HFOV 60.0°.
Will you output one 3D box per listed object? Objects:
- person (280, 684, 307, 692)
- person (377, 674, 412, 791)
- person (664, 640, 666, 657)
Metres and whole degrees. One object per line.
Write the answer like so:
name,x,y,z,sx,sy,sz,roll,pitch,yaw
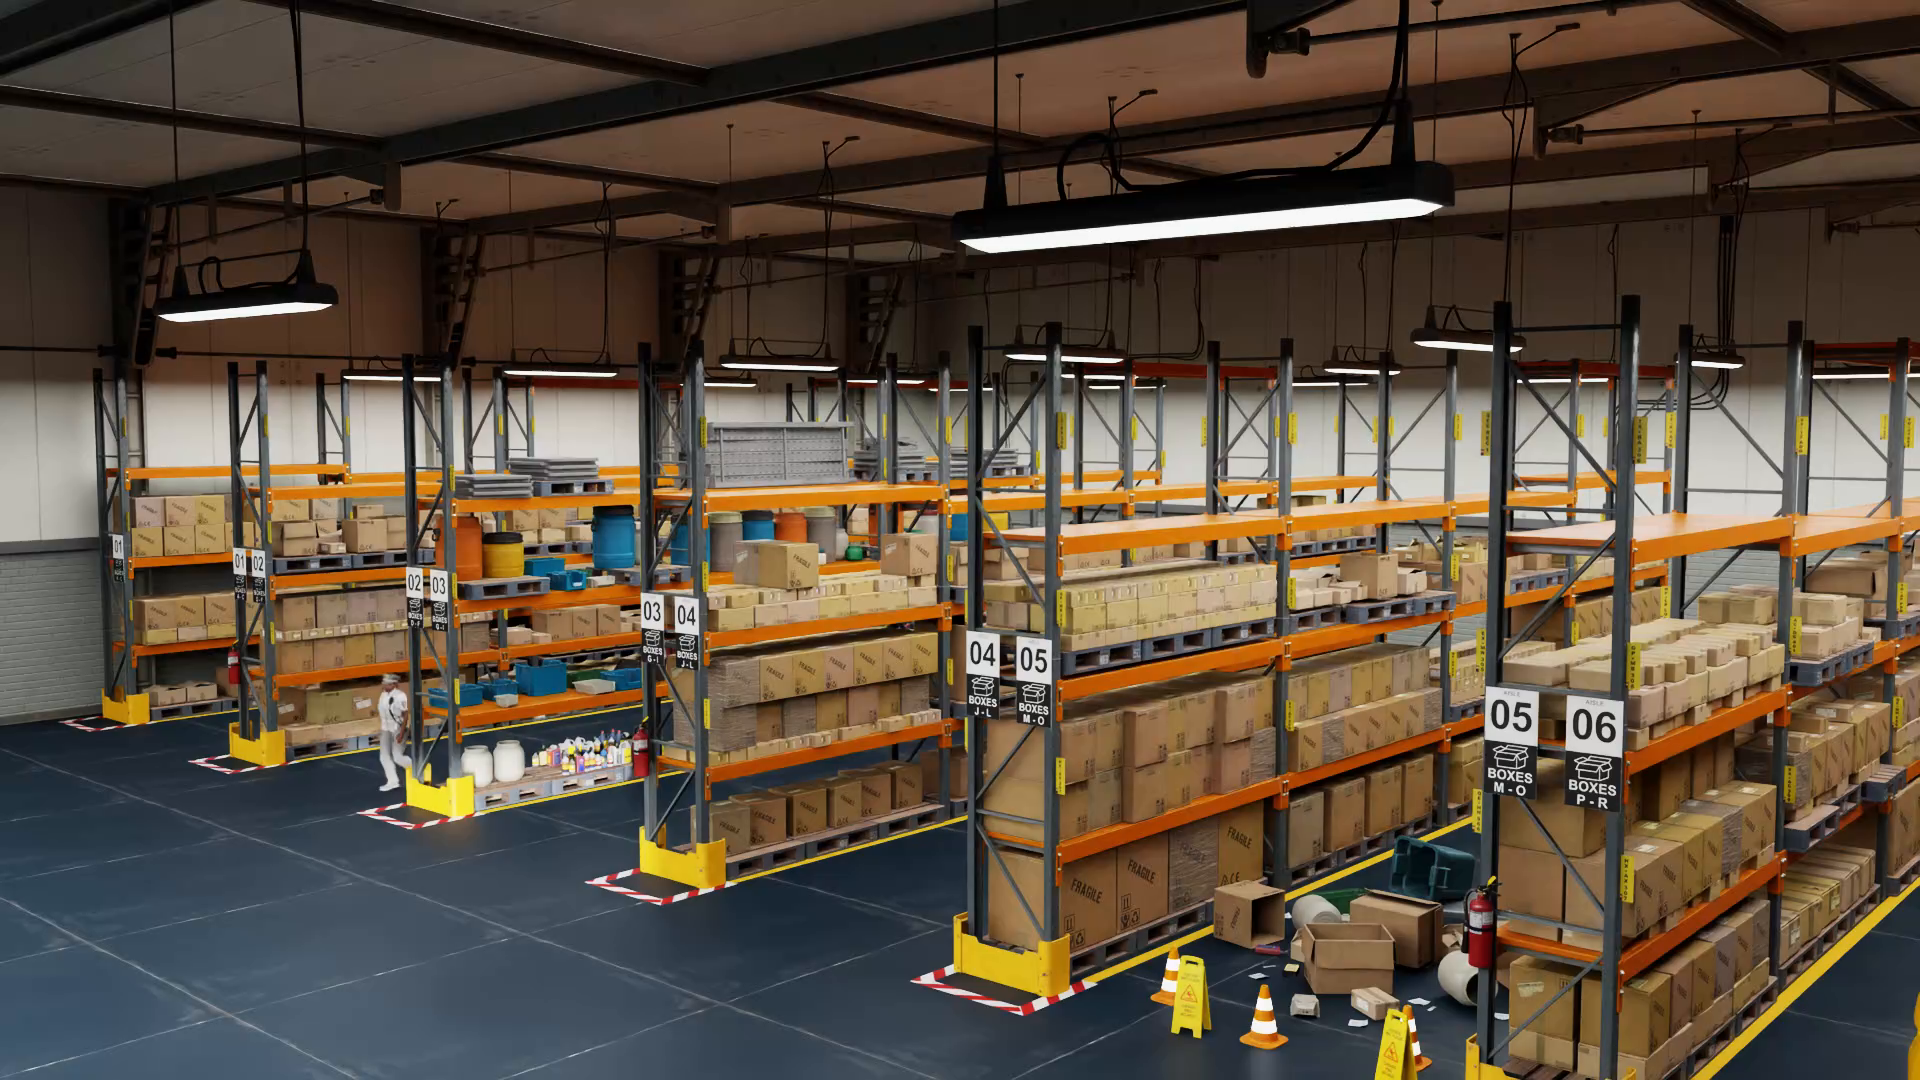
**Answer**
person,-10.950,2.360,27.146,0.520,1.671,0.767,2,5,25
person,-7.823,2.647,23.172,0.498,1.650,0.578,2,5,26
person,-6.387,1.744,34.796,0.602,1.793,0.774,2,4,20
